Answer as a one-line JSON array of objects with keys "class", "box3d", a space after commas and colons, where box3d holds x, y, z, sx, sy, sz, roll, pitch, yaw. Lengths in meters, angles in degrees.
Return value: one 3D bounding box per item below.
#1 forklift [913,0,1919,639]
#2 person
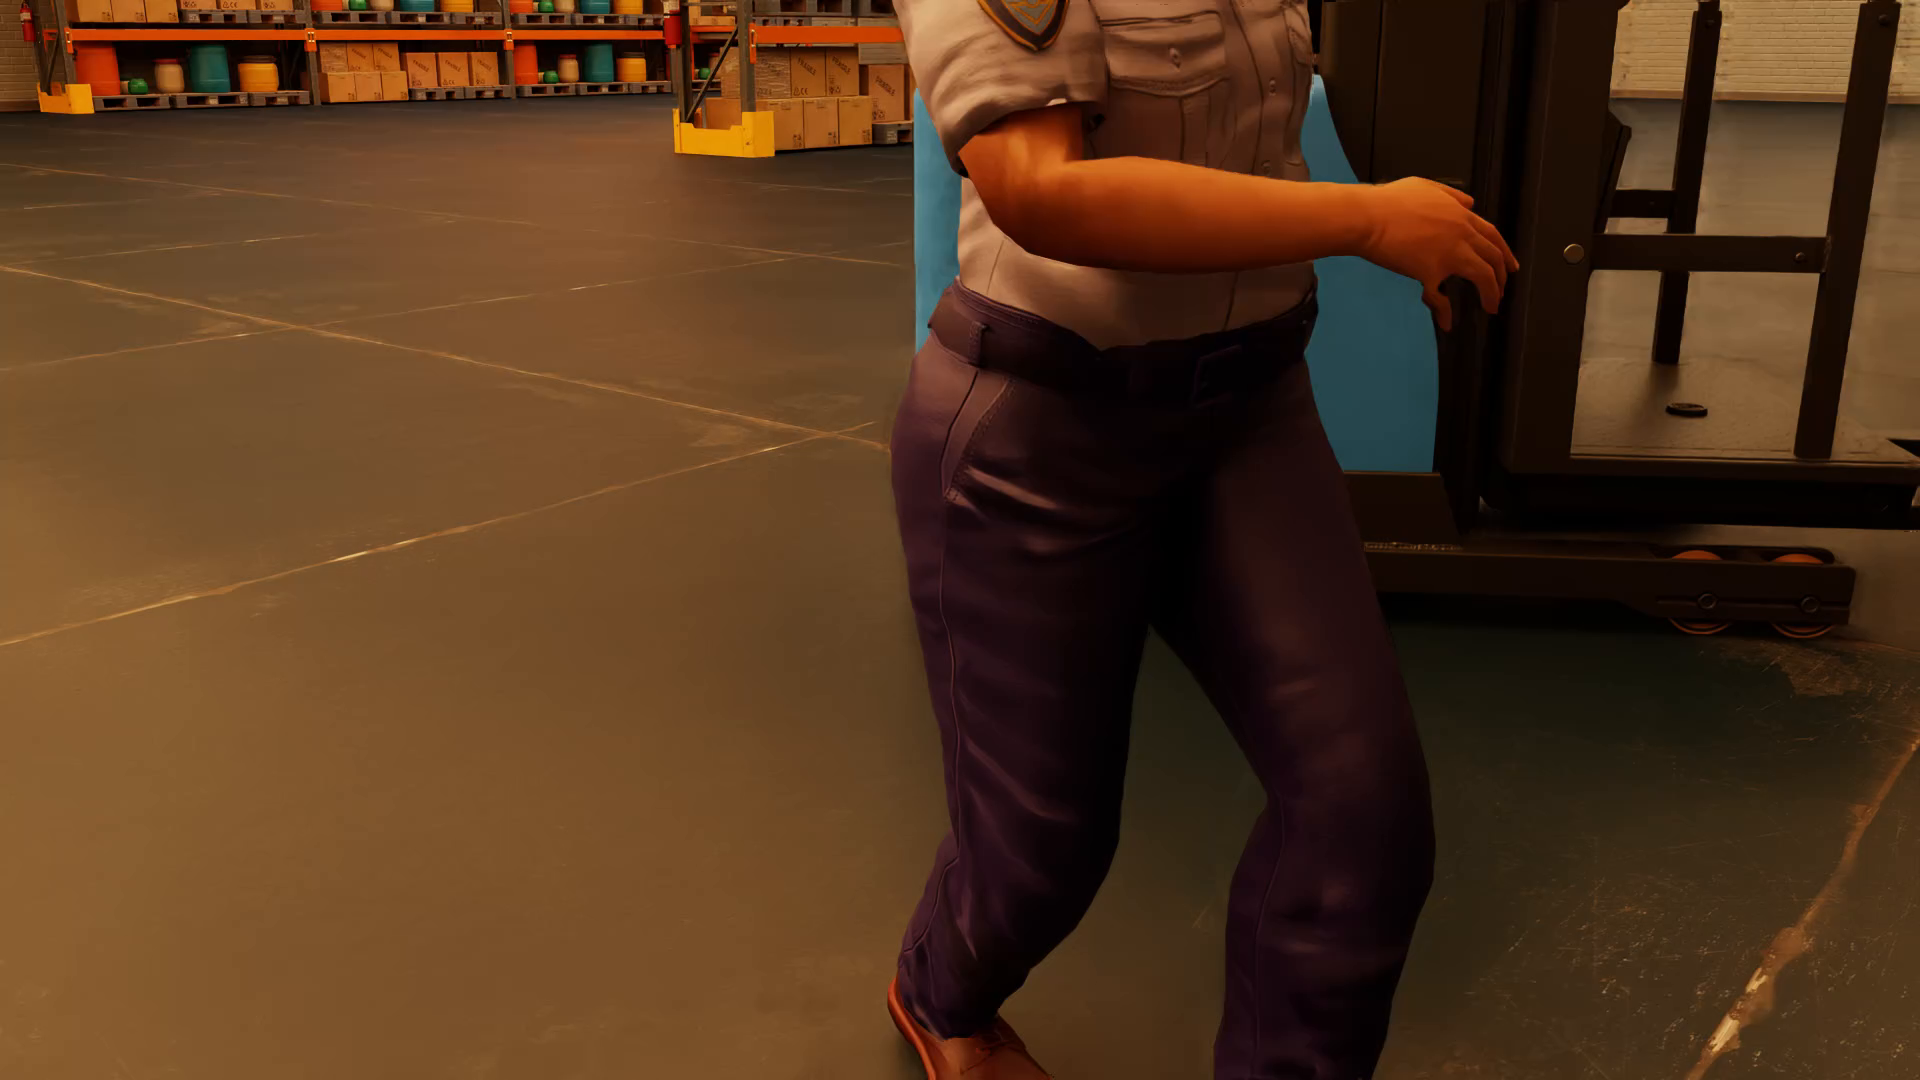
[{"class": "forklift", "box3d": [1.448, -1.370, 3.408, 3.031, 2.935, 1.130, 2, 17, 6]}, {"class": "person", "box3d": [0.148, -0.071, 1.530, 0.505, 1.607, 0.891, -11, 20, -32]}]
